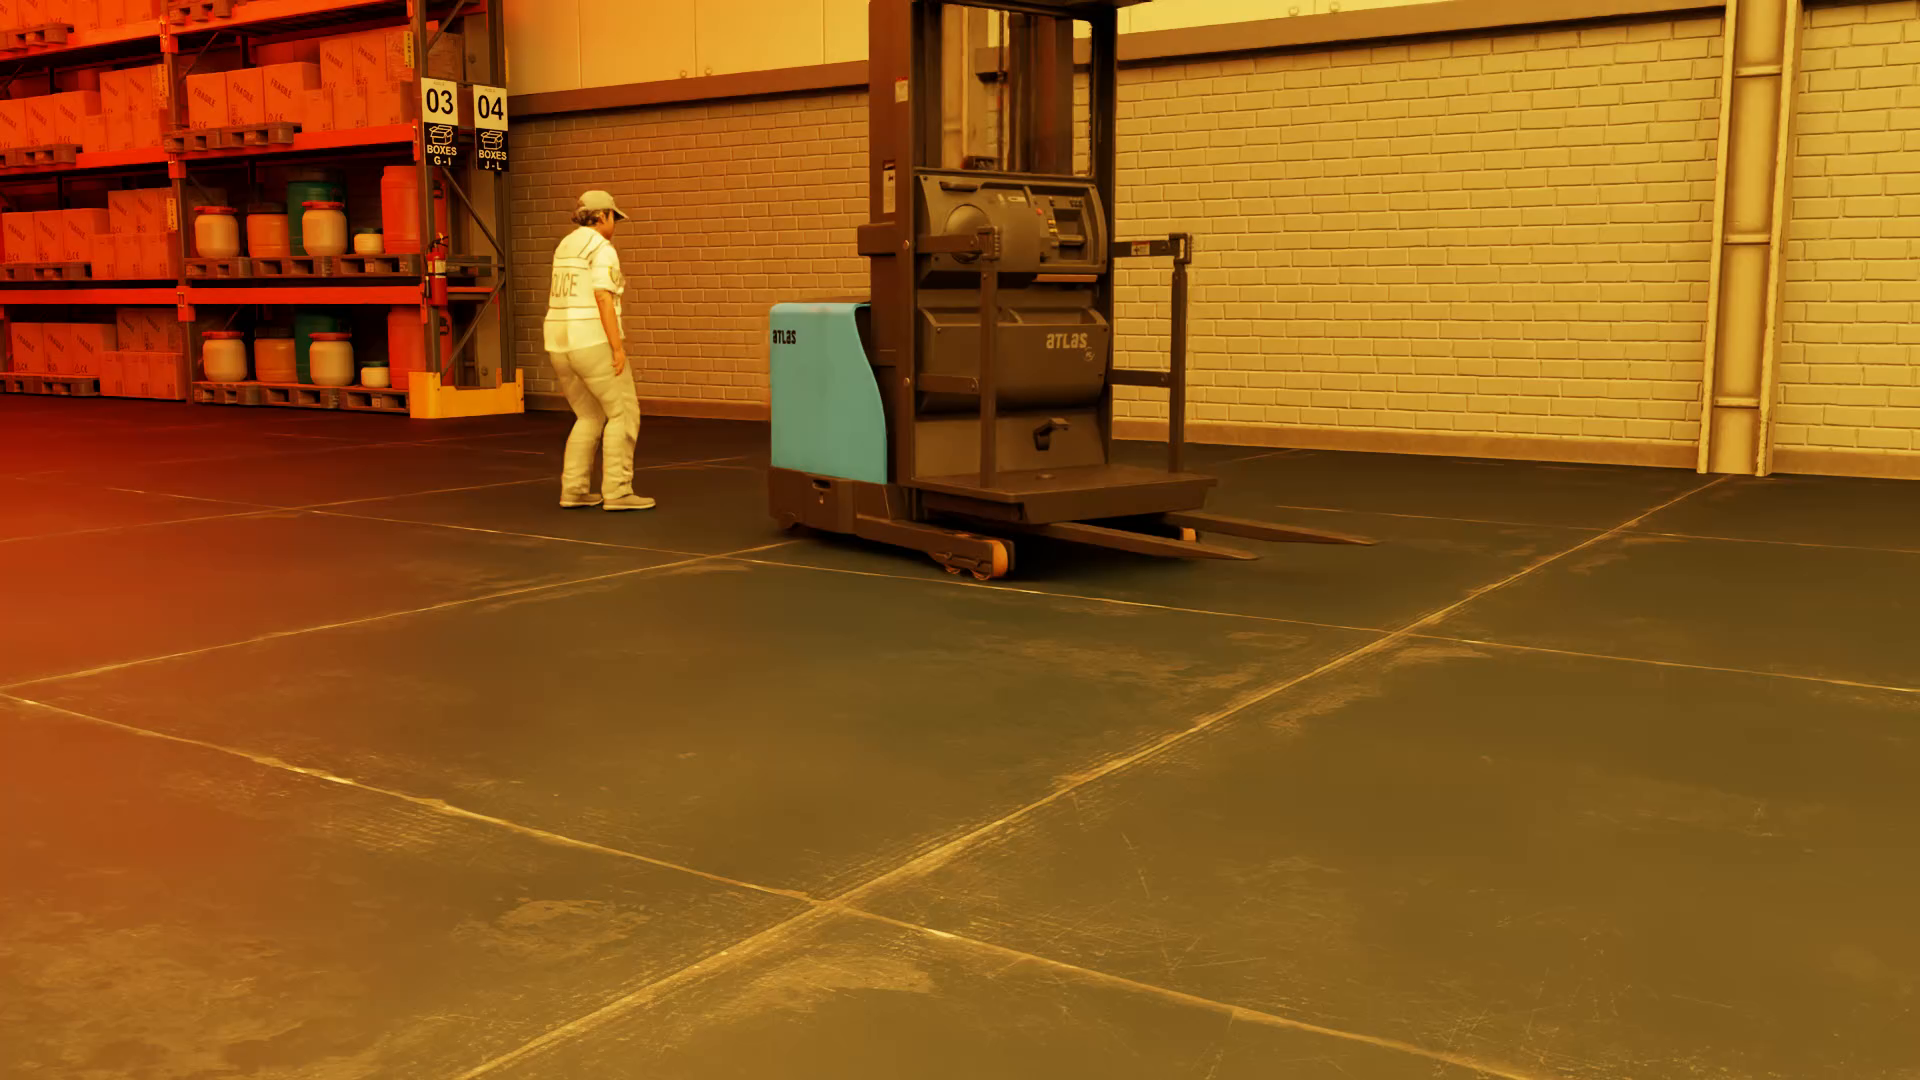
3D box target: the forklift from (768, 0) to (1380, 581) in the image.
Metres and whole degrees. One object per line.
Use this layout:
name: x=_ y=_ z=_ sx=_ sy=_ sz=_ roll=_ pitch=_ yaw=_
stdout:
forklift: x=0.358 y=-1.368 z=6.810 sx=1.130 sy=2.935 sz=3.031 roll=-6 pitch=10 yaw=-35

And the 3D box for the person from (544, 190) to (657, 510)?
person: x=-1.915 y=-0.991 z=8.701 sx=0.454 sy=1.660 sz=0.539 roll=-7 pitch=11 yaw=-42
